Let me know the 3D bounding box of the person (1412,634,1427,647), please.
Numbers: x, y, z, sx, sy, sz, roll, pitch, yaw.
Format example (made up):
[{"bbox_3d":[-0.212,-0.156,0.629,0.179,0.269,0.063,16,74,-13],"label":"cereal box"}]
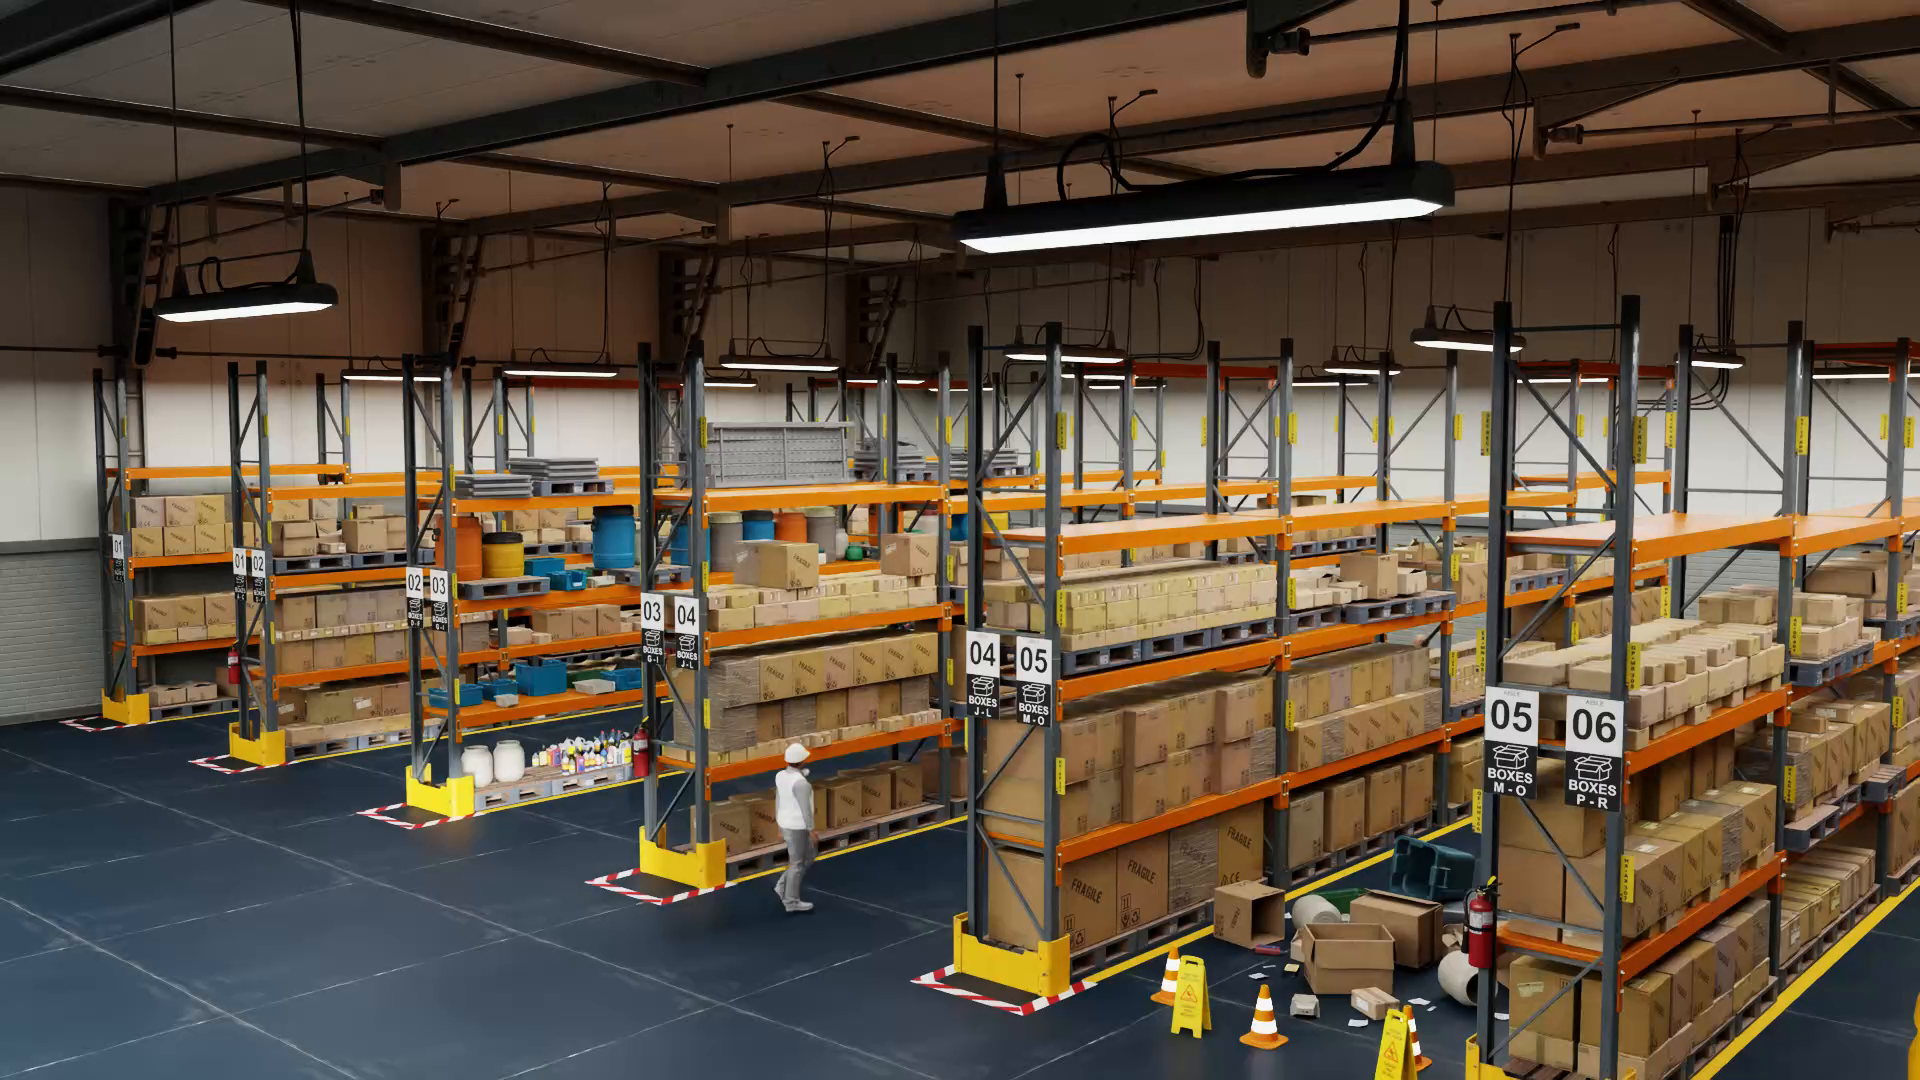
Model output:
[{"bbox_3d":[7.321,2.396,26.390,0.553,1.814,0.937,4,6,41],"label":"person"}]

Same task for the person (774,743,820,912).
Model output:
[{"bbox_3d":[-1.698,2.994,17.322,0.455,1.781,0.504,-1,4,-14],"label":"person"}]
